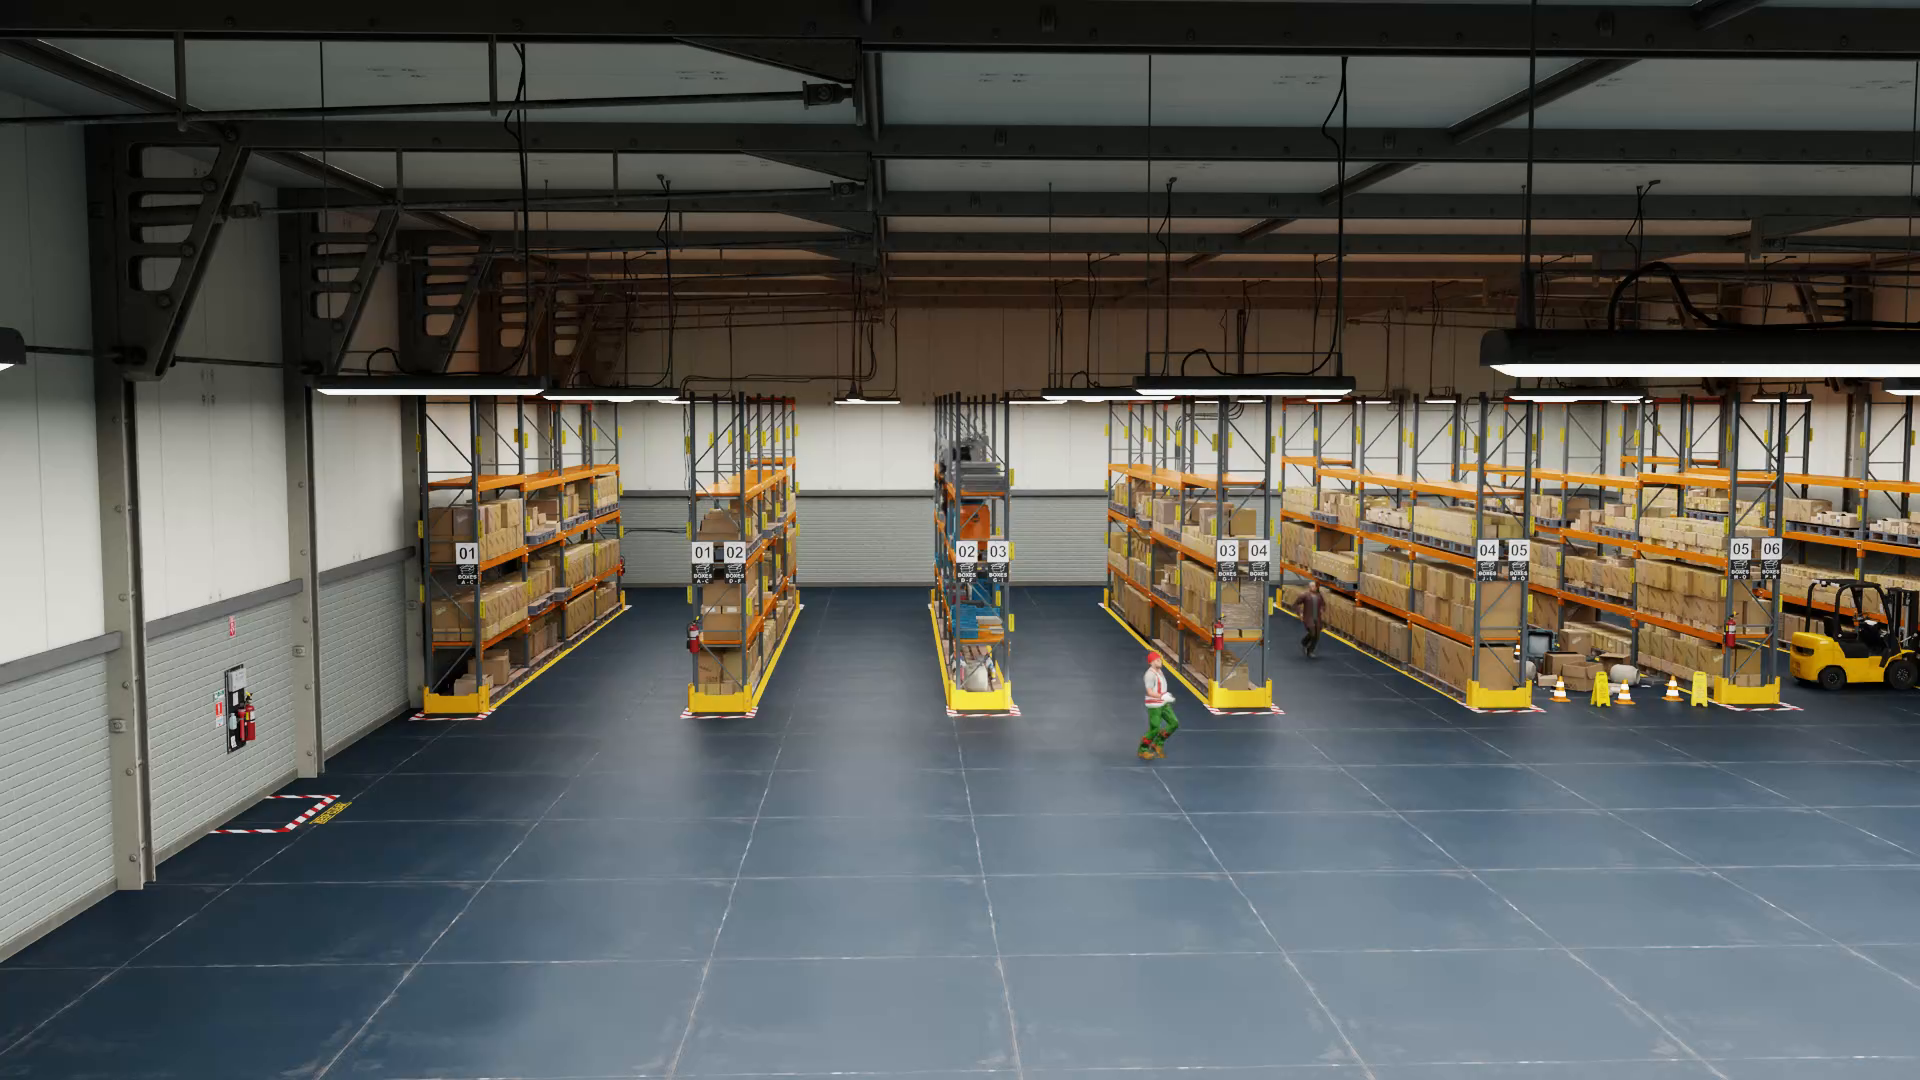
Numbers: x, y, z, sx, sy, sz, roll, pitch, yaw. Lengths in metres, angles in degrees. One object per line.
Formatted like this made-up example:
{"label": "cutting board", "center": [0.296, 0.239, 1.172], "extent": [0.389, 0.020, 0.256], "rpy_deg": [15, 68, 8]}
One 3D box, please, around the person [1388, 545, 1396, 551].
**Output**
{"label": "person", "center": [12.728, 0.901, 49.243], "extent": [0.688, 1.759, 0.680], "rpy_deg": [0, 5, -3]}

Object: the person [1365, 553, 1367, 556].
{"label": "person", "center": [11.338, 1.201, 46.215], "extent": [0.617, 1.671, 0.696], "rpy_deg": [-1, 5, -16]}

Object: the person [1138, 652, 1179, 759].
{"label": "person", "center": [3.216, 2.683, 26.984], "extent": [0.662, 1.756, 0.672], "rpy_deg": [3, 5, 29]}

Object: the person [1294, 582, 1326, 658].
{"label": "person", "center": [8.033, 1.822, 37.847], "extent": [0.699, 1.736, 0.619], "rpy_deg": [-1, 5, -16]}
